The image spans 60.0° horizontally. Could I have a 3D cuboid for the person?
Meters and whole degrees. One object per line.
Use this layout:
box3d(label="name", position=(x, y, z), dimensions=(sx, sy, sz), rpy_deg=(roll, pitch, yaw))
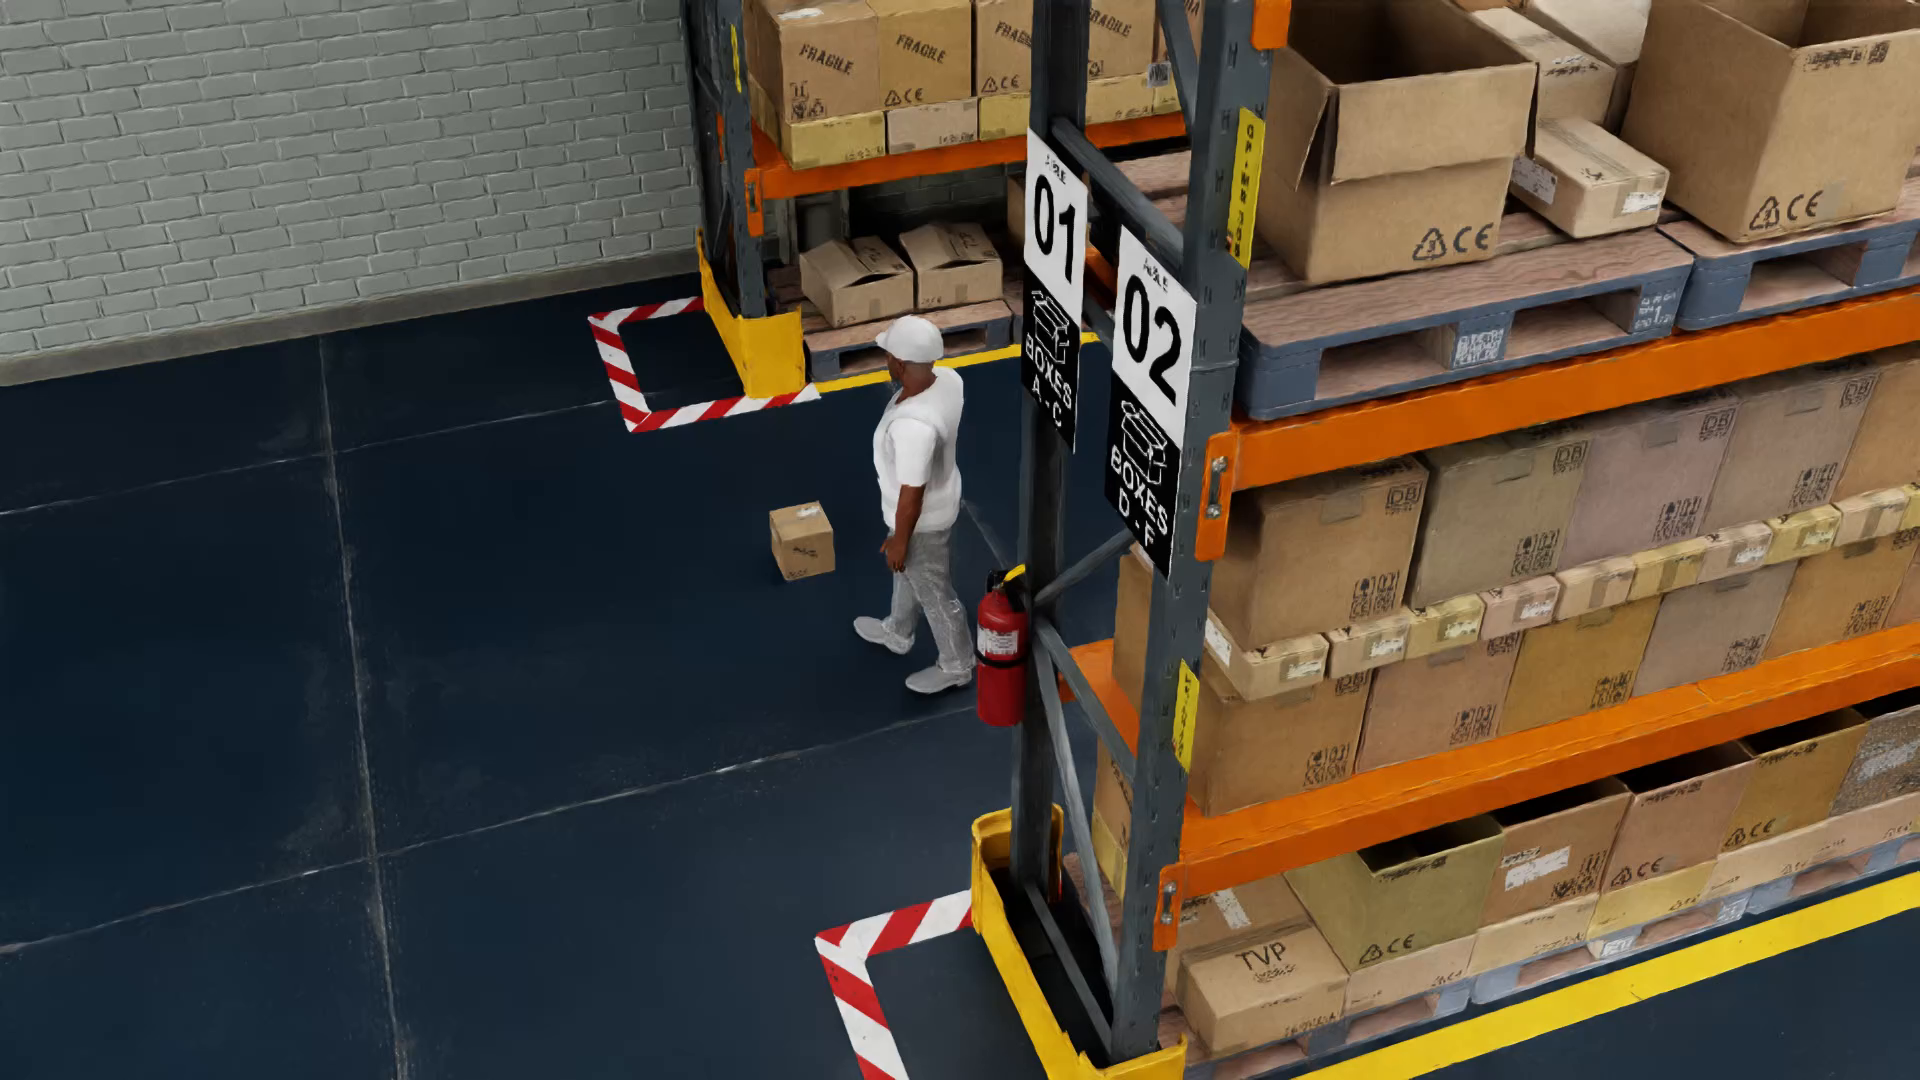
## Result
box3d(label="person", position=(-0.218, -0.139, 6.939), dimensions=(0.601, 1.769, 0.570), rpy_deg=(5, 38, 6))
